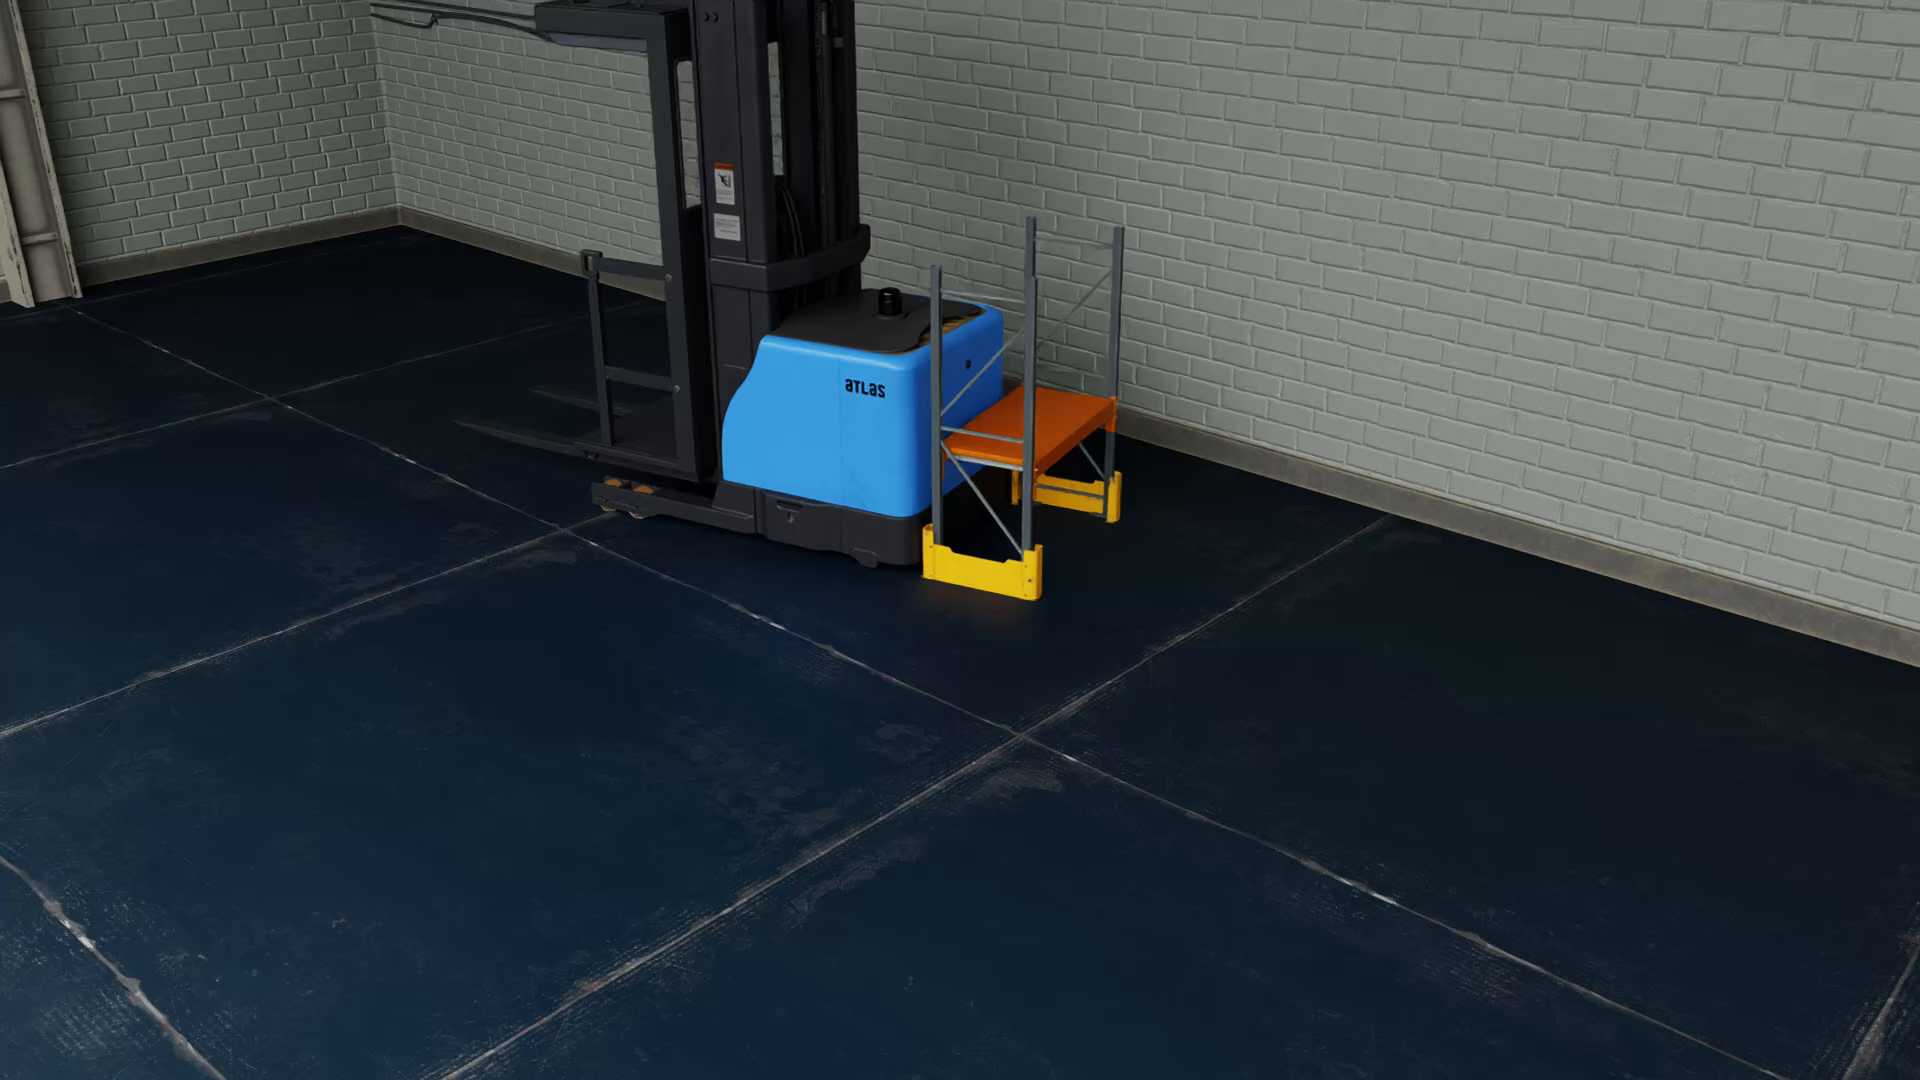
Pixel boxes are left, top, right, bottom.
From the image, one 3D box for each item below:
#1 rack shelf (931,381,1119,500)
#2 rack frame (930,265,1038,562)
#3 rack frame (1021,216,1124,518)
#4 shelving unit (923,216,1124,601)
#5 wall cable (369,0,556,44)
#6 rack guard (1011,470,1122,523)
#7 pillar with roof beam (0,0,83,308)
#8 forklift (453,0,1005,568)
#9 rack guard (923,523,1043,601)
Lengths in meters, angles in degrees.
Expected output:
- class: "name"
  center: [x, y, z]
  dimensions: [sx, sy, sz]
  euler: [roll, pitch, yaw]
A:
- class: "rack shelf"
  center: [0.325, -0.492, 7.953]
  dimensions: [0.538, 0.185, 1.000]
  euler: [11, 27, 24]
- class: "rack frame"
  center: [0.100, -0.469, 7.463]
  dimensions: [0.500, 1.500, 0.032]
  euler: [11, 27, 24]
- class: "rack frame"
  center: [0.550, -0.842, 8.295]
  dimensions: [0.500, 1.500, 0.032]
  euler: [11, 27, 24]
- class: "shelving unit"
  center: [0.321, -0.652, 7.872]
  dimensions: [0.587, 1.500, 1.083]
  euler: [11, 27, 24]
- class: "wall cable"
  center: [-3.751, -5.001, 12.199]
  dimensions: [3.097, 2.526, 0.112]
  euler: [20, 31, 38]
- class: "rack guard"
  center: [0.542, -0.265, 8.535]
  dimensions: [0.587, 0.250, 0.087]
  euler: [11, 27, 24]
- class: "pillar with roof beam"
  center: [-3.496, -4.706, 7.746]
  dimensions: [9.100, 9.000, 0.400]
  euler: [20, 31, 38]
- class: "forklift"
  center: [-1.314, -1.620, 8.281]
  dimensions: [3.031, 2.935, 1.130]
  euler: [12, 27, 26]
- class: "rack guard"
  center: [0.101, 0.101, 7.720]
  dimensions: [0.587, 0.250, 0.087]
  euler: [11, 27, 24]
